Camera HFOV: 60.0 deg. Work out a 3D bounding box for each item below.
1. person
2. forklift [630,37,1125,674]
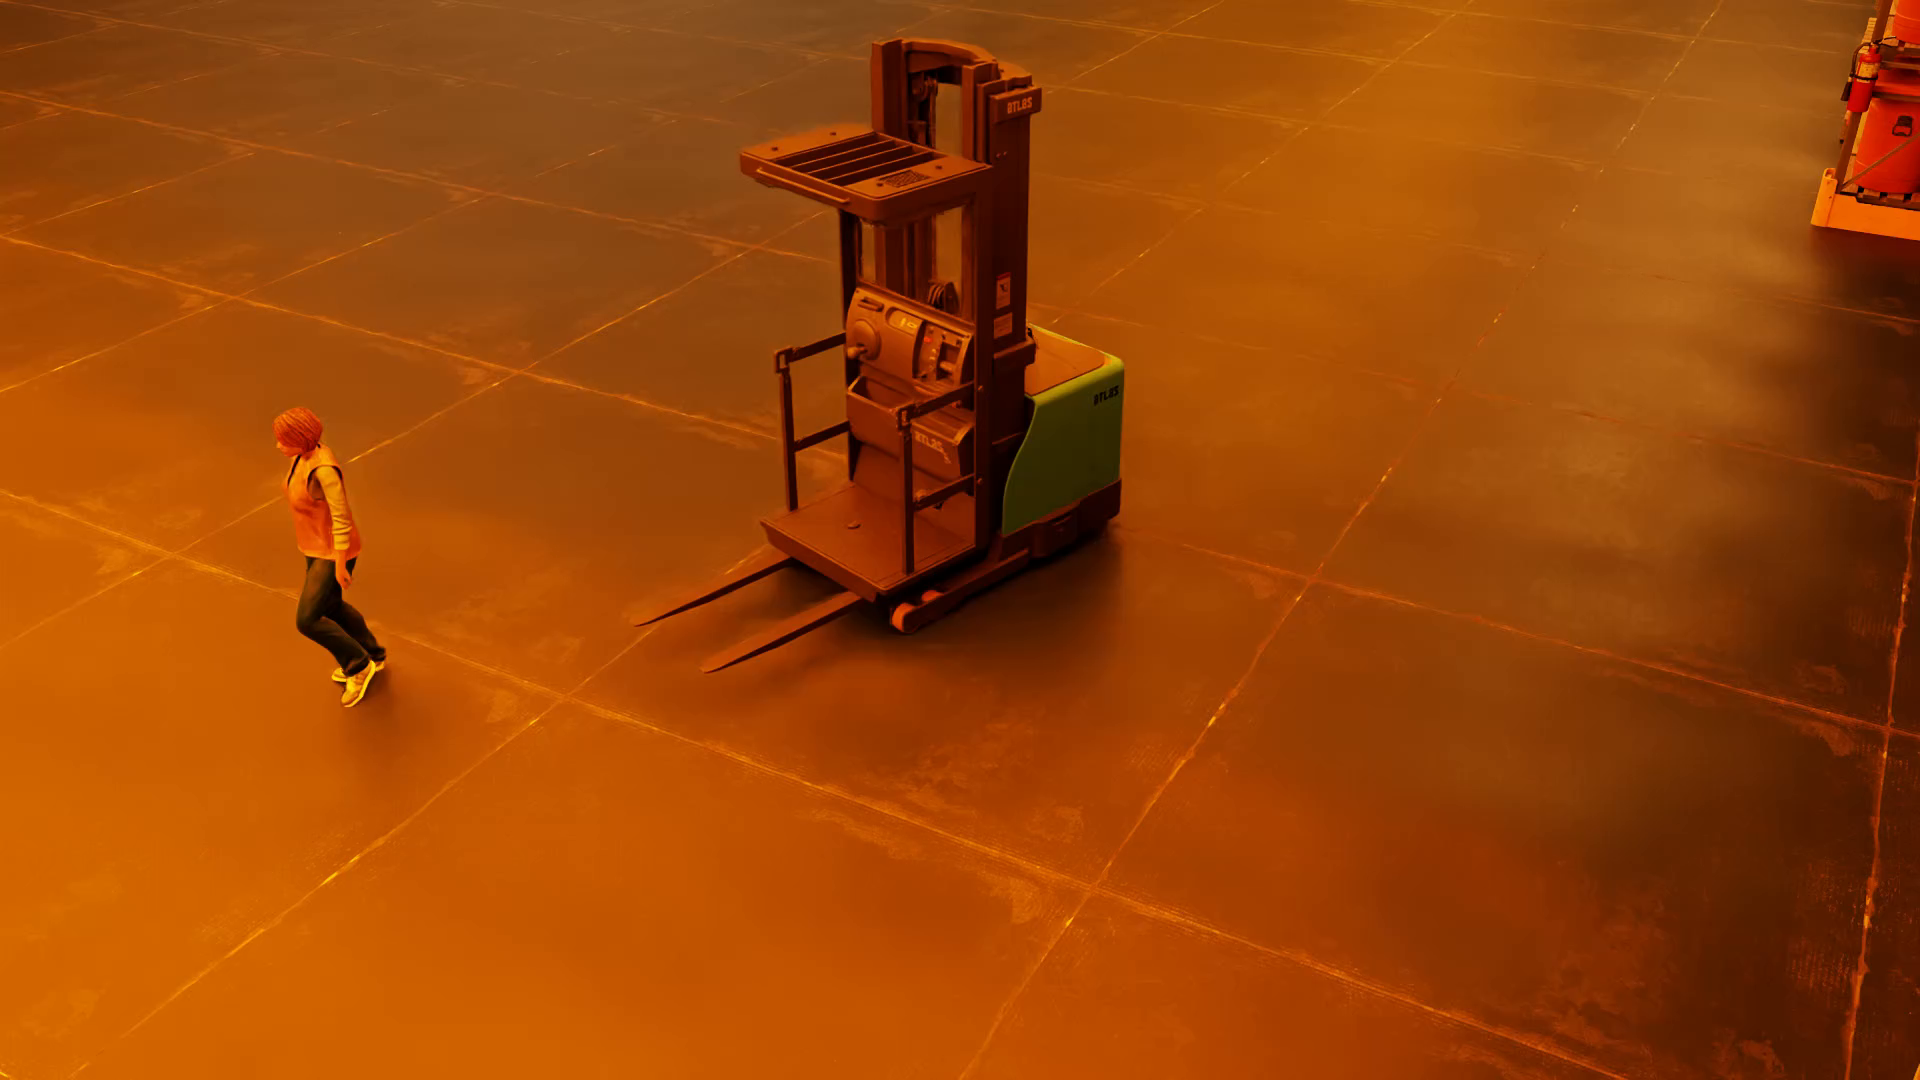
[{"bbox_3d":[-3.190,0.074,8.305,0.445,1.584,0.519,-20,36,-31],"label":"person"},{"bbox_3d":[-0.433,-1.050,8.891,3.031,2.935,1.130,-26,39,-37],"label":"forklift"}]
